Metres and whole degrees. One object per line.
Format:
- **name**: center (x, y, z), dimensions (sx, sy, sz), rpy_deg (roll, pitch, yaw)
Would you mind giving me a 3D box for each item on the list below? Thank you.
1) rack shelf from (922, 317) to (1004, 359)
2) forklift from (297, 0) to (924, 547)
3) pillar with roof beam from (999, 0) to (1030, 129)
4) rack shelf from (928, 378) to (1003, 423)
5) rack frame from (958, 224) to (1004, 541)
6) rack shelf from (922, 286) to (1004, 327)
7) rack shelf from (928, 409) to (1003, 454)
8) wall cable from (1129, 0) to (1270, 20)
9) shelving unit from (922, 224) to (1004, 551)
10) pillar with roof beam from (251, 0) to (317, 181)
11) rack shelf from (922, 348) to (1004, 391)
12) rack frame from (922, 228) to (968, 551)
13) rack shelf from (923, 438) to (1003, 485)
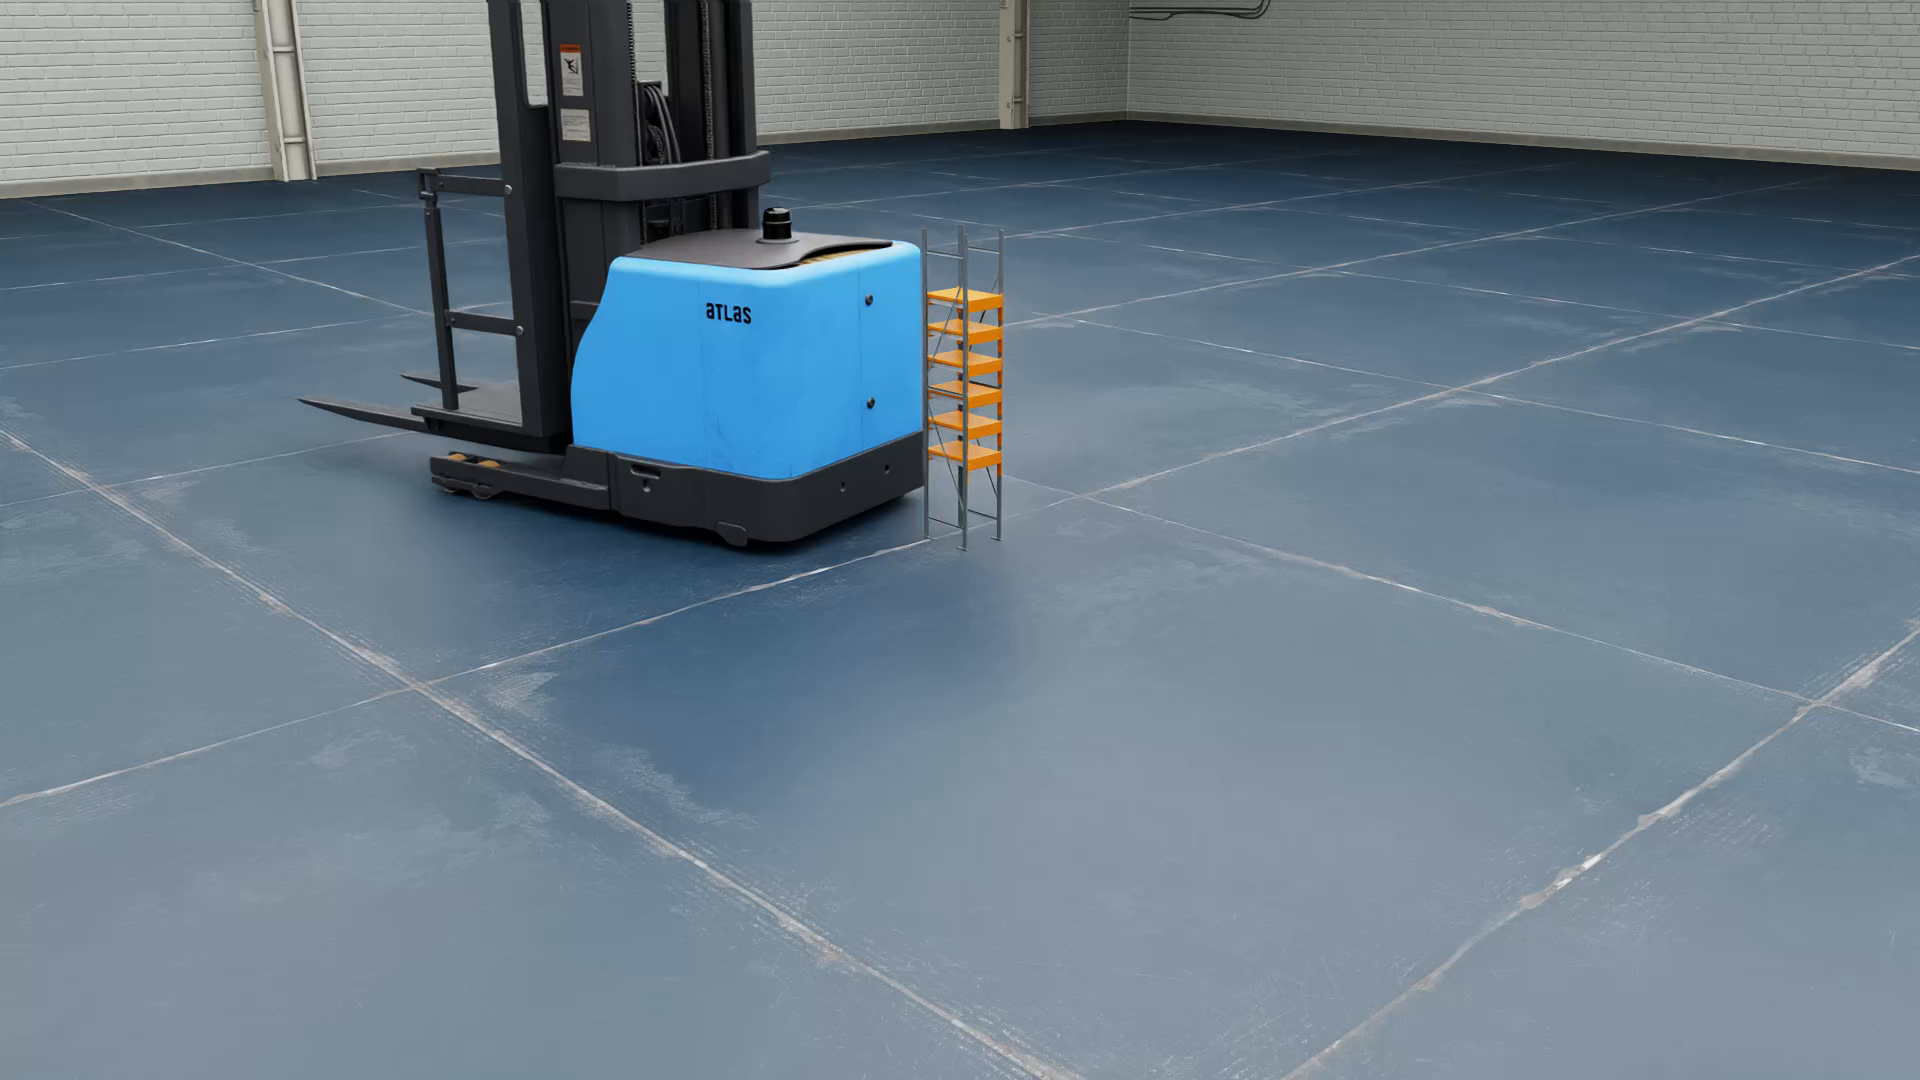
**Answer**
- **rack shelf**: center (0.011, -0.760, 6.249), dimensions (0.180, 0.103, 0.258), rpy_deg (-16, 24, -41)
- **forklift**: center (-1.659, -1.689, 6.941), dimensions (3.031, 2.935, 1.130), rpy_deg (11, 21, 30)
- **pillar with roof beam**: center (3.844, -10.112, 23.081), dimensions (0.400, 9.000, 9.100), rpy_deg (-16, 24, -41)
- **rack shelf**: center (0.011, -0.532, 6.323), dimensions (0.180, 0.103, 0.258), rpy_deg (-16, 24, -41)
- **rack frame**: center (0.077, -0.593, 6.369), dimensions (0.006, 1.200, 0.240), rpy_deg (-16, 24, -41)
- **rack shelf**: center (0.011, -0.874, 6.212), dimensions (0.180, 0.103, 0.258), rpy_deg (-16, 24, -41)
- **rack shelf**: center (0.011, -0.417, 6.360), dimensions (0.180, 0.103, 0.258), rpy_deg (-16, 24, -41)
- **wall cable**: center (3.935, -9.927, 27.547), dimensions (0.112, 2.526, 3.097), rpy_deg (-16, 24, -41)
- **shelving unit**: center (0.011, -0.574, 6.309), dimensions (0.189, 1.200, 0.258), rpy_deg (-16, 24, -41)
- **pillar with roof beam**: center (-4.876, -7.569, 15.238), dimensions (0.400, 9.000, 9.100), rpy_deg (-16, 24, -41)
- **rack shelf**: center (0.011, -0.646, 6.286), dimensions (0.180, 0.103, 0.258), rpy_deg (-16, 24, -41)
- **rack frame**: center (-0.056, -0.554, 6.249), dimensions (0.006, 1.200, 0.240), rpy_deg (-16, 24, -41)
- **rack shelf**: center (0.011, -0.303, 6.397), dimensions (0.180, 0.103, 0.258), rpy_deg (-16, 24, -41)
